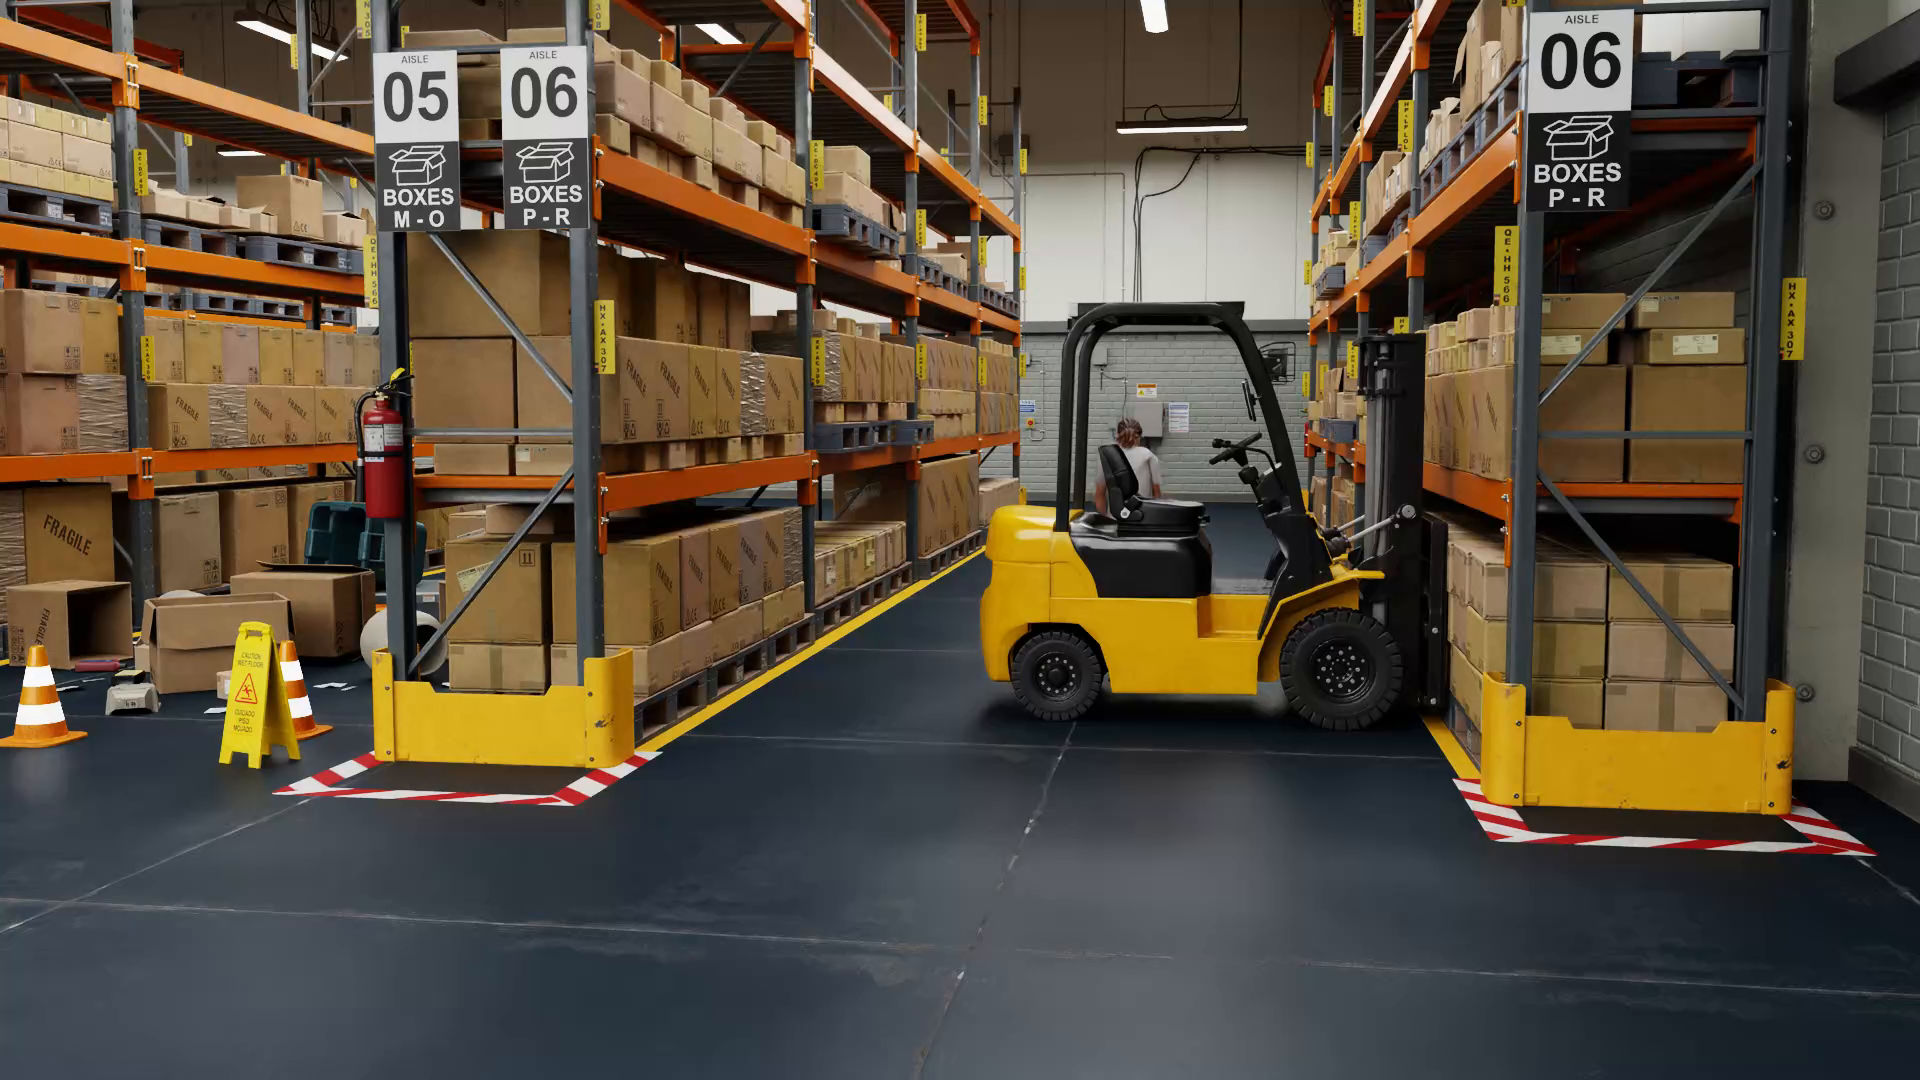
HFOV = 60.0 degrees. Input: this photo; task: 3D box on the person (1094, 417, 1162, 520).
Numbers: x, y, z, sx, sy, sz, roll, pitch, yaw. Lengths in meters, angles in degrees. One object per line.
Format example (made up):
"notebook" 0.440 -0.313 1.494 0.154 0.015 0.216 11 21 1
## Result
"person" 1.180 -0.082 11.707 0.478 1.556 0.489 1 5 10
